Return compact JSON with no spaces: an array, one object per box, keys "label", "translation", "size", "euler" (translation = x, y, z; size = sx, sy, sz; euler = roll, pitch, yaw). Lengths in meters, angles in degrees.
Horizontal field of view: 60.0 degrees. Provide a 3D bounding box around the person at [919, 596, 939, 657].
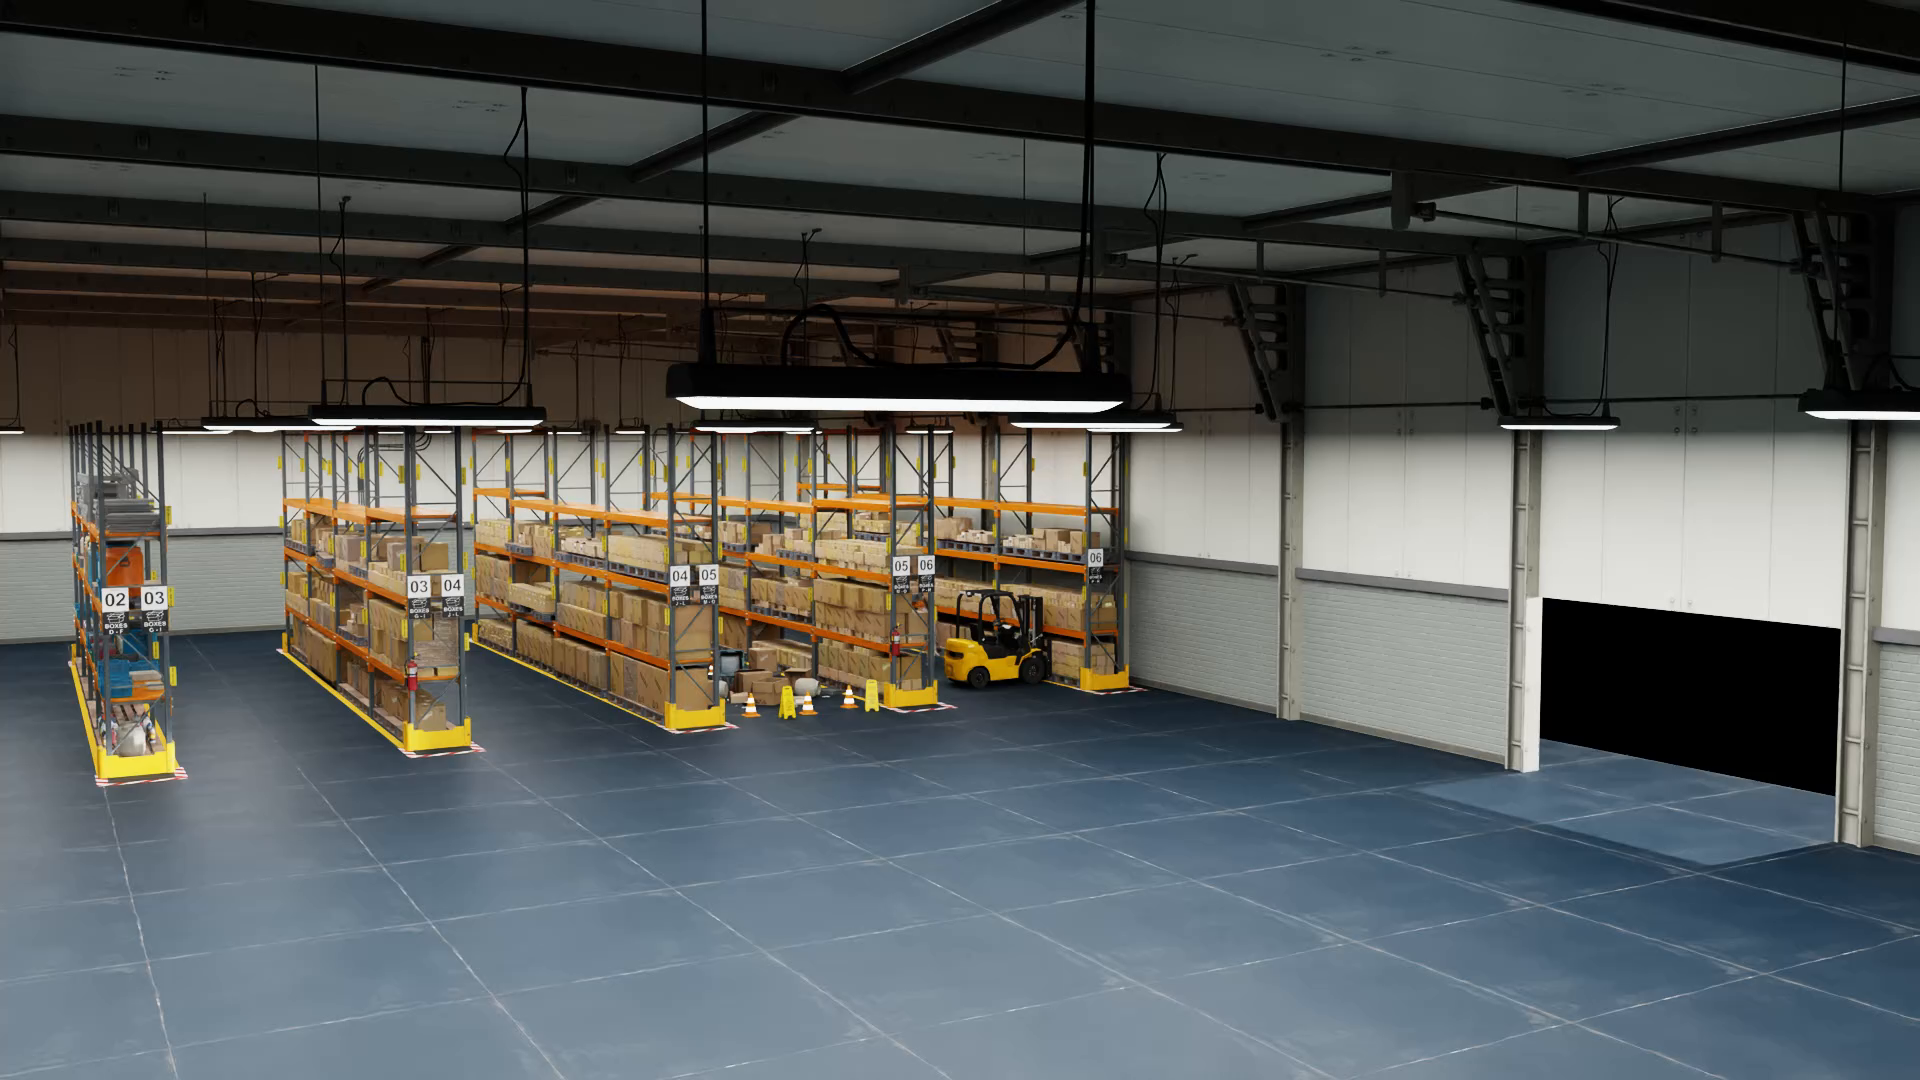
[{"label":"person","translation":[-0.802,2.167,41.758],"size":[0.507,1.536,0.542],"euler":[-1,4,-21]}]
